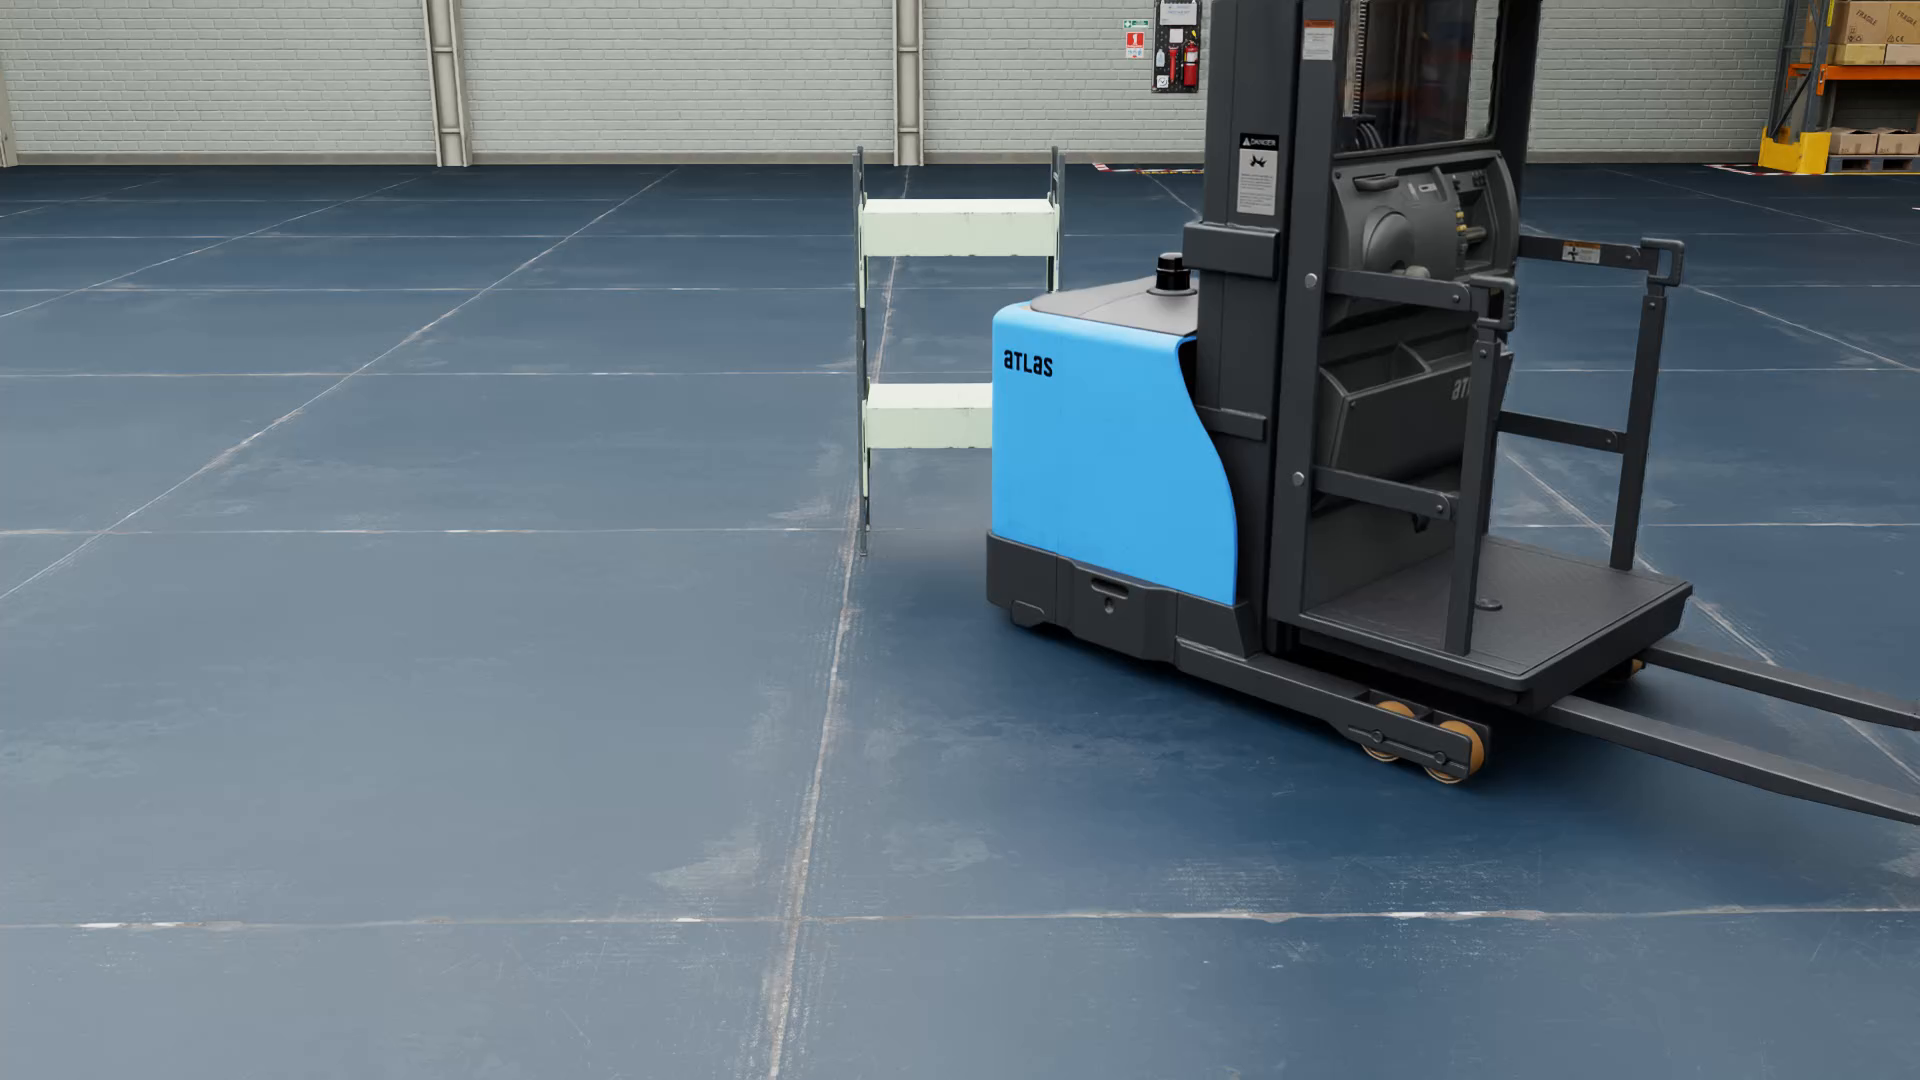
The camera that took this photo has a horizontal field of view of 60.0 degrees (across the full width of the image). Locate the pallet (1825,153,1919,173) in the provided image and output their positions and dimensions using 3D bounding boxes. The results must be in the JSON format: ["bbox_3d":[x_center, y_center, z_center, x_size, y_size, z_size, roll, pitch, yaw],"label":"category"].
[{"bbox_3d":[11.524,-4.871,21.387,1.213,0.211,1.003,0,18,-1],"label":"pallet"}]

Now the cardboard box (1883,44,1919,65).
[{"bbox_3d":[11.647,-6.056,20.728,0.500,0.250,0.500,-1,18,-3],"label":"cardboard box"}]

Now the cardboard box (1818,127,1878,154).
[{"bbox_3d":[11.328,-5.111,21.250,0.500,0.311,0.500,-2,18,-7],"label":"cardboard box"}]

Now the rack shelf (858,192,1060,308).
[{"bbox_3d":[-0.007,-1.086,6.199,0.720,0.370,0.431,0,18,-1],"label":"rack shelf"}]

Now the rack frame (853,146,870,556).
[{"bbox_3d":[-0.373,-0.712,6.313,0.023,1.500,0.400,0,18,-1],"label":"rack frame"}]

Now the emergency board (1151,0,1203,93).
[{"bbox_3d":[2.850,-6.444,21.725,0.643,1.169,0.194,0,18,-1],"label":"emergency board"}]

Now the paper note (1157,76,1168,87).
[{"bbox_3d":[2.672,-6.045,21.922,0.142,0.148,0.016,0,18,-1],"label":"paper note"}]

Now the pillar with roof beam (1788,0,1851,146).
[{"bbox_3d":[11.389,-8.015,16.801,0.400,9.000,9.100,0,18,-1],"label":"pillar with roof beam"}]

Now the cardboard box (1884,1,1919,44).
[{"bbox_3d":[11.611,-6.411,20.606,0.500,0.500,0.500,0,18,-1],"label":"cardboard box"}]

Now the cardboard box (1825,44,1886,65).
[{"bbox_3d":[11.128,-6.049,20.707,0.500,0.250,0.500,-1,18,-2],"label":"cardboard box"}]

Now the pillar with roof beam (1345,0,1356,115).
[{"bbox_3d":[5.390,-7.986,16.710,0.400,9.000,9.100,0,18,-1],"label":"pillar with roof beam"}]

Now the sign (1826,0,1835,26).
[{"bbox_3d":[10.644,-6.452,20.333,0.005,0.325,0.100,0,18,-1],"label":"sign"}]

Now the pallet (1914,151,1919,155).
[{"bbox_3d":[12.741,-4.876,21.403,1.213,0.211,1.003,0,18,-1],"label":"pallet"}]

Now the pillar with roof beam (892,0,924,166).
[{"bbox_3d":[-0.609,-7.957,16.620,0.400,9.000,9.100,0,18,-1],"label":"pillar with roof beam"}]

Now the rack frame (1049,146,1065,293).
[{"bbox_3d":[0.359,-0.716,6.324,0.023,1.500,0.400,0,18,-1],"label":"rack frame"}]

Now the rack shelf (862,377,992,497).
[{"bbox_3d":[-0.007,-0.404,6.418,0.720,0.370,0.431,0,18,-1],"label":"rack shelf"}]

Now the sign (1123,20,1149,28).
[{"bbox_3d":[2.301,-6.739,21.720,0.331,0.109,0.001,0,18,-1],"label":"sign"}]

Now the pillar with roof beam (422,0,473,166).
[{"bbox_3d":[-6.609,-7.928,16.530,0.400,9.000,9.100,0,18,-1],"label":"pillar with roof beam"}]

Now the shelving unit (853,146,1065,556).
[{"bbox_3d":[-0.007,-0.714,6.318,0.755,1.500,0.431,0,18,-1],"label":"shelving unit"}]

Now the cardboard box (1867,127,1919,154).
[{"bbox_3d":[11.898,-5.113,21.258,0.500,0.311,0.500,1,18,4],"label":"cardboard box"}]

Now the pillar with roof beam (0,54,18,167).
[{"bbox_3d":[-12.608,-7.899,16.440,0.400,9.000,9.100,0,18,-1],"label":"pillar with roof beam"}]

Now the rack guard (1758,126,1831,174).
[{"bbox_3d":[10.711,-5.016,21.365,0.348,0.500,1.175,0,18,-1],"label":"rack guard"}]

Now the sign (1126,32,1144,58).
[{"bbox_3d":[2.296,-6.490,21.809,0.234,0.329,0.001,0,18,-1],"label":"sign"}]

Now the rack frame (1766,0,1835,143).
[{"bbox_3d":[10.635,-6.206,20.982,0.127,3.000,1.000,0,18,-1],"label":"rack frame"}]

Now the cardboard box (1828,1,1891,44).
[{"bbox_3d":[11.117,-6.411,20.608,0.500,0.500,0.500,0,18,-1],"label":"cardboard box"}]

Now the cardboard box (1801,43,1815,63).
[{"bbox_3d":[11.099,-6.205,21.193,0.500,0.250,0.500,0,18,0],"label":"cardboard box"}]

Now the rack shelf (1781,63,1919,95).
[{"bbox_3d":[12.635,-5.873,21.122,4.000,0.370,1.077,0,18,-1],"label":"rack shelf"}]

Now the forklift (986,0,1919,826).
[{"bbox_3d":[1.486,-0.915,4.602,1.130,2.935,3.031,-17,24,-42],"label":"forklift"}]

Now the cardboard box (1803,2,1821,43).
[{"bbox_3d":[11.103,-6.568,21.096,0.500,0.500,0.500,0,18,-1],"label":"cardboard box"}]

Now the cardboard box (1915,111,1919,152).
[{"bbox_3d":[12.632,-5.192,21.193,0.500,0.500,0.700,-1,18,-4],"label":"cardboard box"}]
